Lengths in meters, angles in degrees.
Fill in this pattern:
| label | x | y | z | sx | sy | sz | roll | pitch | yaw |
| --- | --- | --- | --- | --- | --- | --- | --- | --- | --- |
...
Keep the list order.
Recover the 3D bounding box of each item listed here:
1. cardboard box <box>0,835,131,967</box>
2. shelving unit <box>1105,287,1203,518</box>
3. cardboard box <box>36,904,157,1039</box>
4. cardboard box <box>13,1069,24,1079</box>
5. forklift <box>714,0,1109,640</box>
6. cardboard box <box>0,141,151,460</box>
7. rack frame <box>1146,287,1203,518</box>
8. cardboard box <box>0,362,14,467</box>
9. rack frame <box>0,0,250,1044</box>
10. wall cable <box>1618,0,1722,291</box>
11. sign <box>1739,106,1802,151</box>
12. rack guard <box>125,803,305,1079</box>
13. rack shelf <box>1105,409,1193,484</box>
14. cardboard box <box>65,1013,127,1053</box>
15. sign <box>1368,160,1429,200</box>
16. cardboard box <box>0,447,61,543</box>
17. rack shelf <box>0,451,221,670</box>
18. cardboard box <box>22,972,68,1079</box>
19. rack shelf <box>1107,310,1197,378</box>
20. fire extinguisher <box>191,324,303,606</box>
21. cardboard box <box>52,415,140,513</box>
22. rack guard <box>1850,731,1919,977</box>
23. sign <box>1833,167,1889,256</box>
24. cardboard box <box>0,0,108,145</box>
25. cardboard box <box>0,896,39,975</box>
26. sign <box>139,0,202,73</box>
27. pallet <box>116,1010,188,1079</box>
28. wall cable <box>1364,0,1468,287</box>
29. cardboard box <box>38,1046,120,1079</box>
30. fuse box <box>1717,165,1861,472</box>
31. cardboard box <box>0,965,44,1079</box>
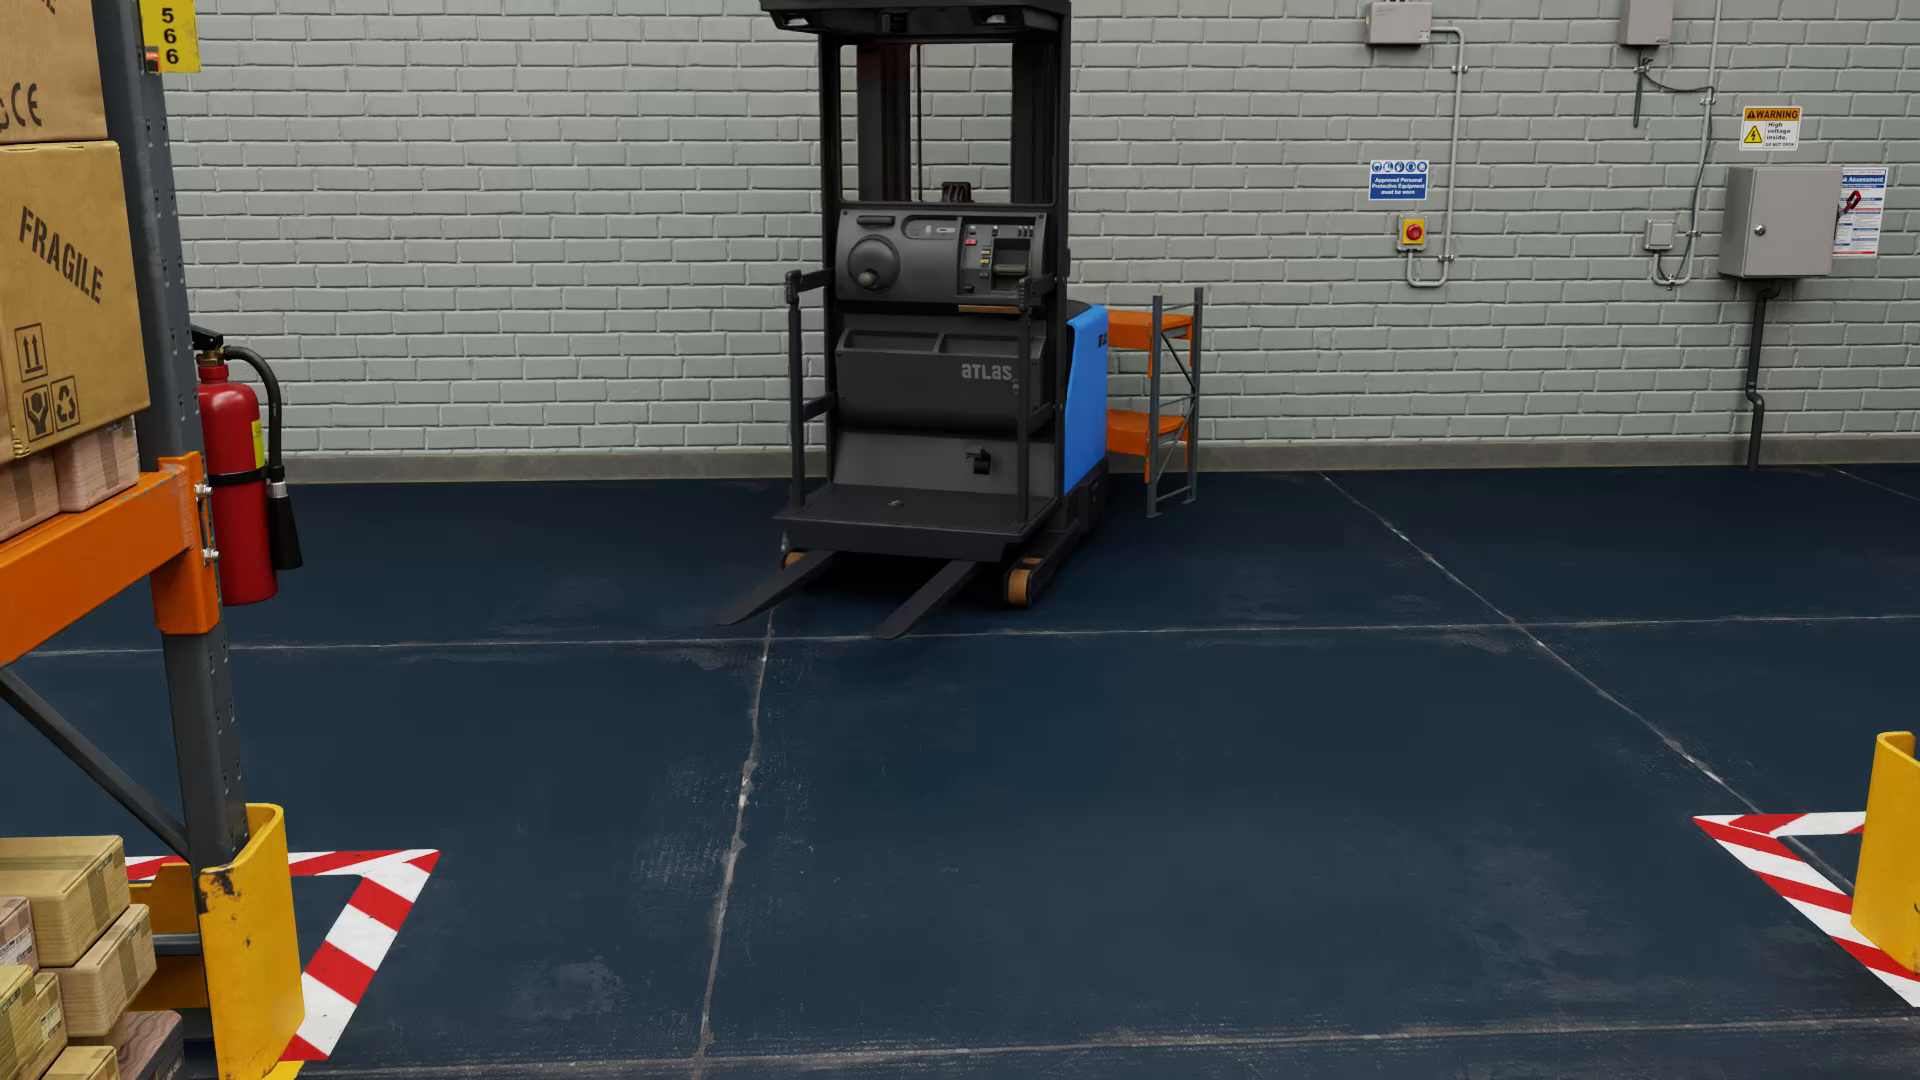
| label | x | y | z | sx | sy | sz | roll | pitch | yaw |
| --- | --- | --- | --- | --- | --- | --- | --- | --- | --- |
| cardboard box | -1.792 | 0.670 | 3.085 | 0.380 | 0.149 | 0.250 | -1 | 14 | -3 |
| shelving unit | 0.682 | -0.780 | 8.800 | 1.048 | 1.125 | 0.538 | 10 | 17 | 33 |
| cardboard box | -1.760 | 0.814 | 3.126 | 0.380 | 0.149 | 0.250 | -1 | 14 | -5 |
| cardboard box | -1.726 | 0.943 | 2.624 | 0.380 | 0.149 | 0.250 | -1 | 15 | -6 |
| forklift | -0.143 | -1.245 | 6.982 | 1.130 | 2.935 | 3.031 | 4 | 15 | 16 |
| cardboard box | -1.793 | -0.431 | 2.885 | 0.500 | 0.500 | 0.500 | -1 | 14 | -2 |
| rack frame | 1.103 | -0.709 | 8.523 | 0.032 | 1.125 | 0.500 | 10 | 17 | 33 |
| cardboard box | -1.766 | -0.303 | 2.387 | 0.500 | 0.500 | 0.500 | -1 | 14 | -4 |
| rack frame | -2.078 | -0.346 | 3.353 | 1.000 | 3.000 | 0.127 | -1 | 14 | -3 |
| wall cable | 3.899 | -2.367 | 9.167 | 0.588 | 1.984 | 0.122 | -1 | 14 | -3 |
| sign | 4.522 | -2.297 | 9.276 | 0.339 | 0.242 | 0.001 | -1 | 14 | -3 |
| rack guard | -2.073 | 0.883 | 3.591 | 1.175 | 0.500 | 0.348 | -1 | 14 | -3 |
| rack shelf | 0.682 | -0.543 | 8.861 | 1.000 | 0.278 | 0.538 | 10 | 17 | 33 |
| cardboard box | -1.837 | 0.959 | 3.160 | 0.380 | 0.149 | 0.250 | -1 | 14 | -2 |
| sign | 2.432 | -1.995 | 9.219 | 0.327 | 0.218 | 0.001 | -1 | 14 | -3 |
| cardboard box | -1.797 | -0.086 | 2.844 | 0.380 | 0.149 | 0.250 | -1 | 14 | -4 |
| rack shelf | -1.954 | 0.499 | 1.510 | 1.077 | 0.370 | 4.000 | -1 | 14 | -3 |
| cardboard box | -1.798 | 0.879 | 2.870 | 0.380 | 0.149 | 0.250 | -1 | 14 | -5 |
| rack shelf | 0.682 | -1.063 | 8.727 | 1.000 | 0.278 | 0.538 | 10 | 17 | 33 |
| fire extinguisher | -1.632 | -0.198 | 3.680 | 0.296 | 0.674 | 0.183 | -1 | 14 | -3 |
| cardboard box | -1.775 | -0.148 | 3.086 | 0.380 | 0.149 | 0.250 | -1 | 14 | -3 |
| rack guard | 2.855 | 0.757 | 4.082 | 1.175 | 0.500 | 0.348 | -1 | 14 | -3 |
| sign | 5.070 | -1.859 | 9.423 | 0.329 | 0.494 | 0.001 | -1 | 14 | -3 |
| cardboard box | -1.801 | -0.913 | 2.752 | 0.500 | 0.500 | 0.500 | -1 | 14 | -5 |
| cardboard box | -1.834 | 0.734 | 2.839 | 0.380 | 0.149 | 0.250 | -1 | 14 | -2 |
| sign | -1.522 | -1.064 | 3.183 | 0.100 | 0.325 | 0.005 | -1 | 14 | -3 |
| pallet | -2.058 | 1.225 | 2.840 | 1.003 | 0.211 | 1.213 | -1 | 14 | -3 |
| wall cable | 2.484 | -2.357 | 9.066 | 0.585 | 1.953 | 0.123 | -1 | 14 | -3 |
| cardboard box | -1.720 | 1.021 | 2.917 | 0.380 | 0.149 | 0.250 | 0 | 14 | -2 |
| fuse box | 4.590 | -1.222 | 9.342 | 0.539 | 1.711 | 0.414 | -1 | 14 | -3 |
| cardboard box | -1.691 | 0.796 | 2.596 | 0.380 | 0.149 | 0.250 | -1 | 14 | -5 |
